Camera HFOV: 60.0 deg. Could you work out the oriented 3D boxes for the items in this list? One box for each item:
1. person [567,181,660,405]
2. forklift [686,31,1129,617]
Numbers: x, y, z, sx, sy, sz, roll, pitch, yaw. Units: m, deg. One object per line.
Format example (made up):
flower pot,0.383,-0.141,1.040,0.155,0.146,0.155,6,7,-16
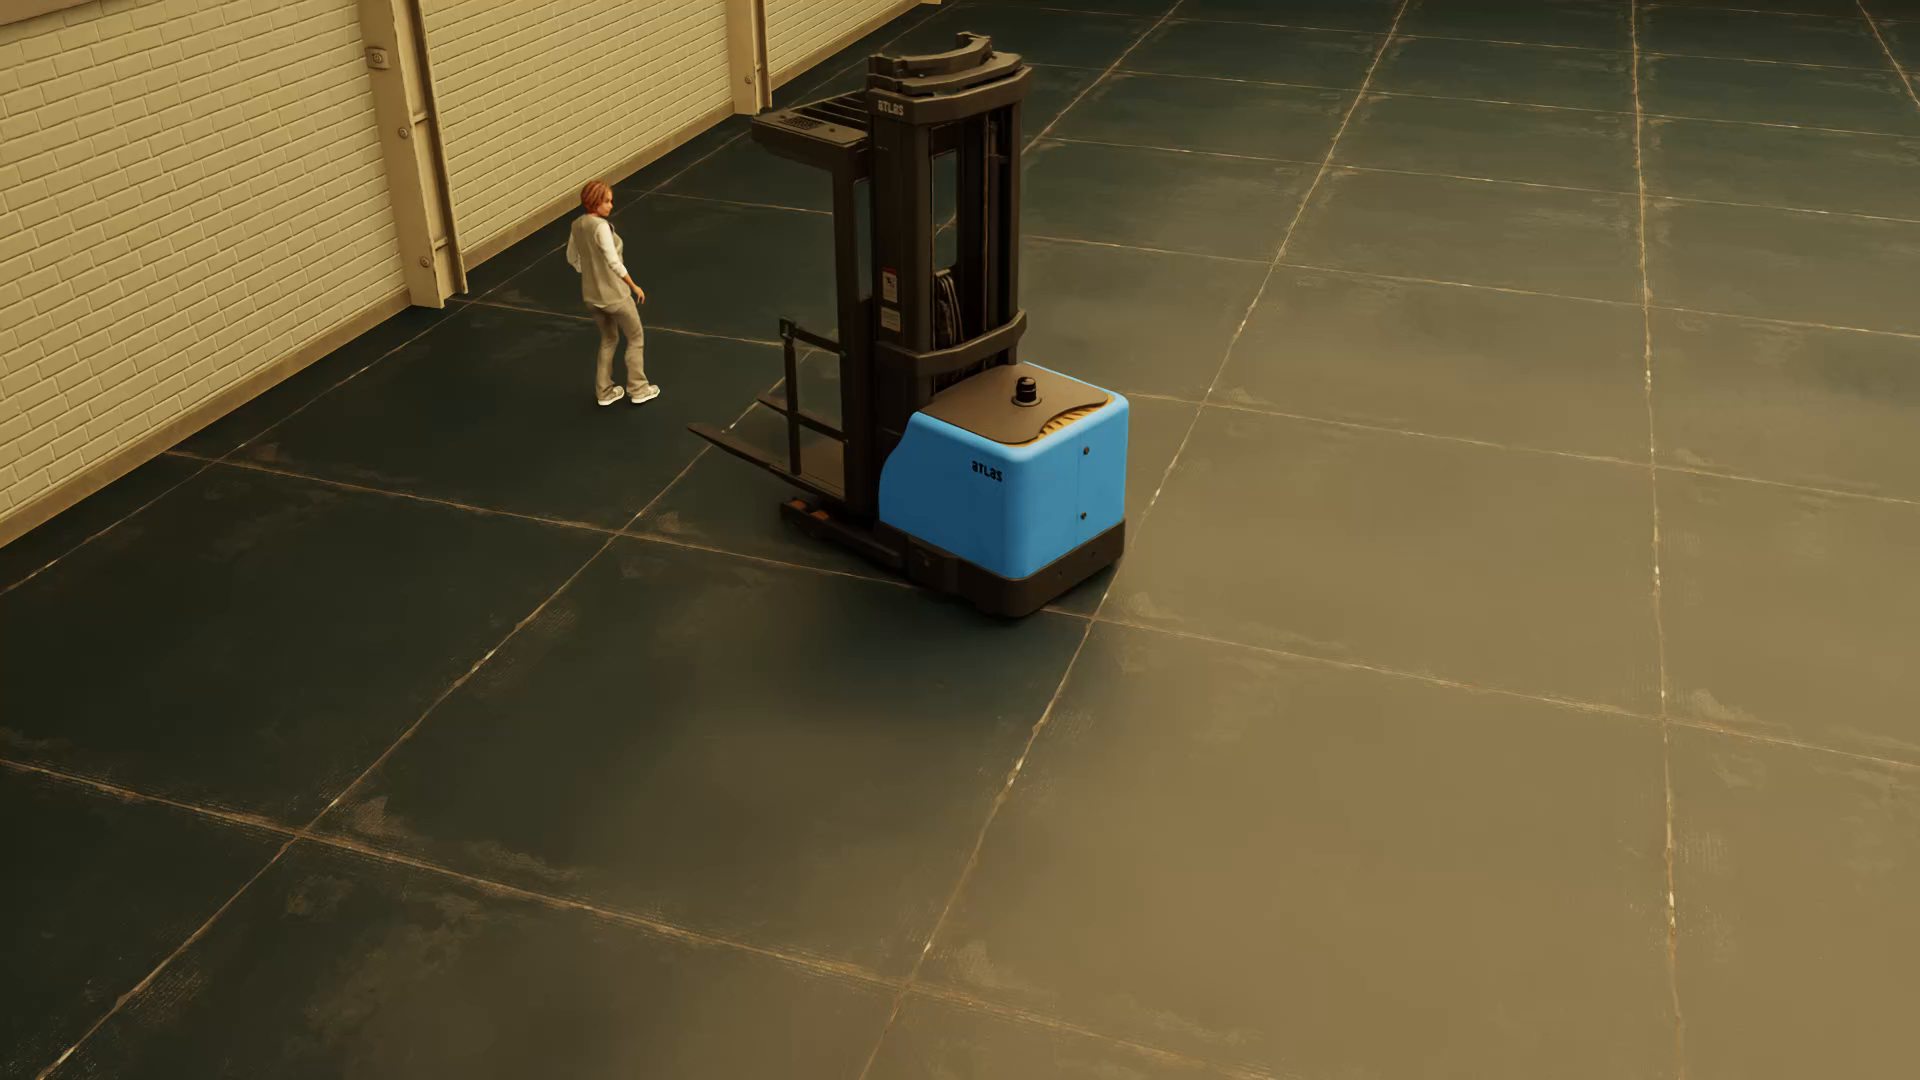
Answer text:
person,-2.415,-1.693,11.496,0.617,1.564,0.445,19,35,30
forklift,-0.465,-1.456,9.691,3.031,2.935,1.130,24,38,36
